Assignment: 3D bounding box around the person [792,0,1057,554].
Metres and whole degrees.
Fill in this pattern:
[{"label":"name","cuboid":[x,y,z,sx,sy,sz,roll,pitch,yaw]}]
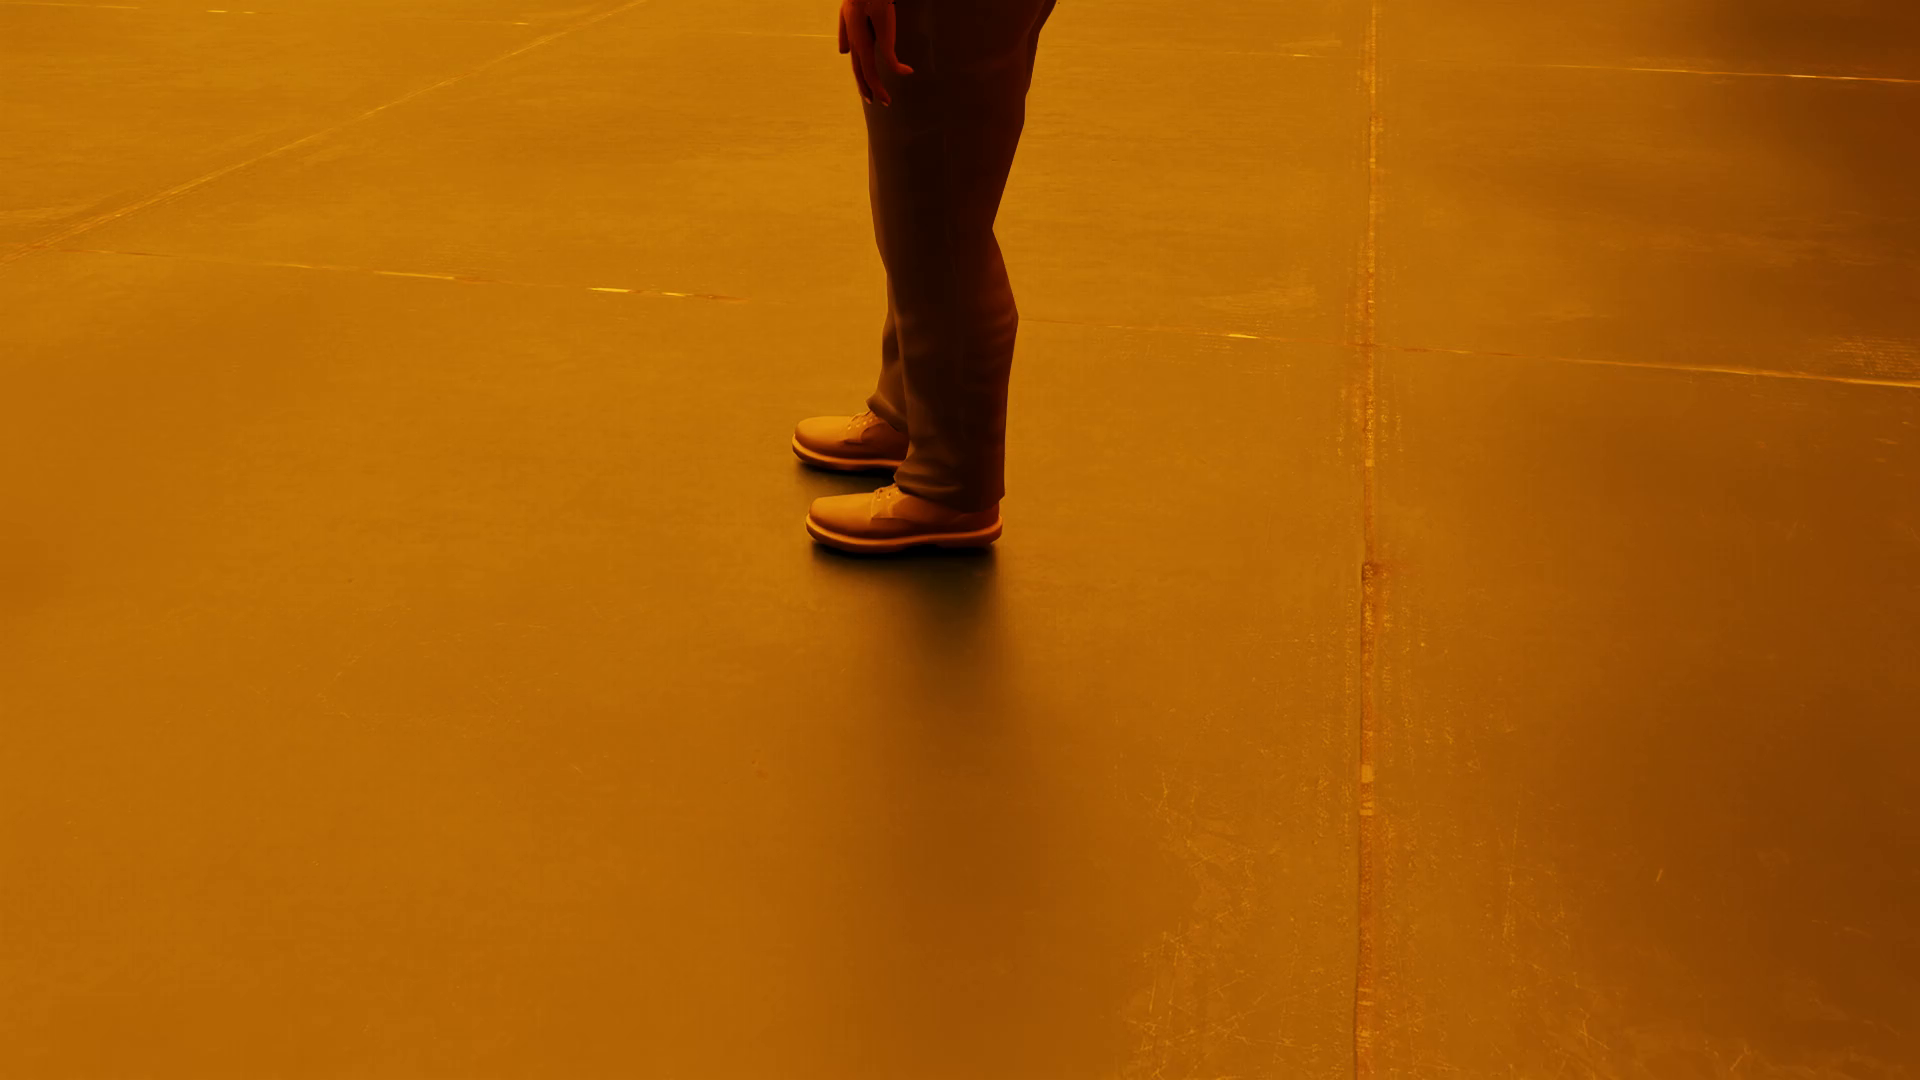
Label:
[{"label":"person","cuboid":[-0.082,-0.762,2.158,0.503,1.656,0.570,6,27,11]}]
